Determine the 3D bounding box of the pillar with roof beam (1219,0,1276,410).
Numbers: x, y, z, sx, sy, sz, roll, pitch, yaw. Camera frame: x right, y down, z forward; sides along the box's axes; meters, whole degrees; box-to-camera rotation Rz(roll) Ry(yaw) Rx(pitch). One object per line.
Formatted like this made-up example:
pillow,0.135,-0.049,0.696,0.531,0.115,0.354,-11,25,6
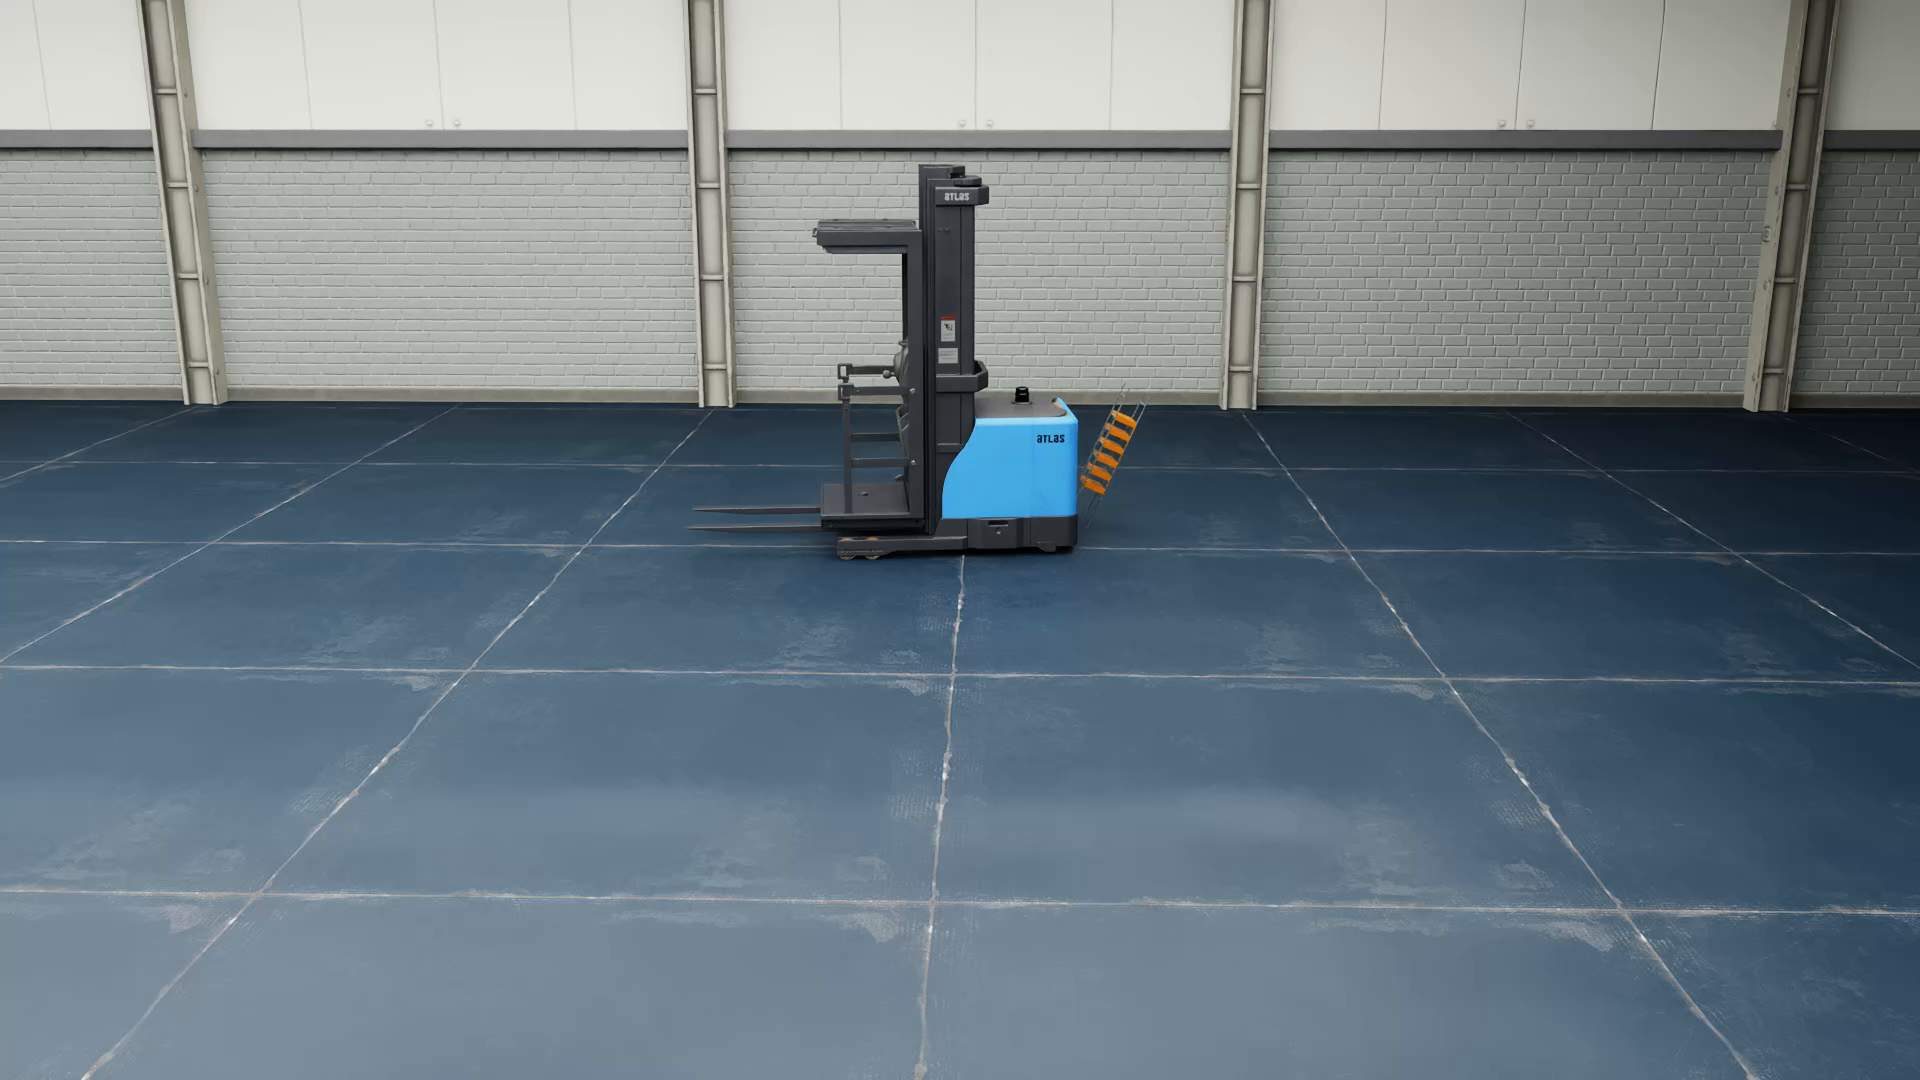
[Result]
pillar with roof beam,3.084,-4.783,13.831,0.400,9.000,9.100,0,15,1

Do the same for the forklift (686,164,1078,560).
forklift,-0.625,-1.405,12.921,3.031,2.935,1.130,-1,15,-4

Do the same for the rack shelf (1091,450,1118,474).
rack shelf,1.178,-0.650,13.661,0.180,0.103,0.258,23,12,-10

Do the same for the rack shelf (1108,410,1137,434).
rack shelf,1.326,-0.970,13.589,0.180,0.103,0.258,23,12,-10

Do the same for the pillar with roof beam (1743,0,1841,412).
pillar with roof beam,9.082,-4.744,13.683,0.400,9.000,9.100,0,15,1

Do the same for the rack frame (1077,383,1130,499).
rack frame,1.114,-0.724,13.636,0.006,1.200,0.240,23,12,-10

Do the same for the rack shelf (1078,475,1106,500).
rack shelf,1.080,-0.436,13.709,0.180,0.103,0.258,23,12,-10

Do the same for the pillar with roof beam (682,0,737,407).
pillar with roof beam,-2.914,-4.823,13.979,0.400,9.000,9.100,0,15,1

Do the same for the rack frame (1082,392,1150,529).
rack frame,1.280,-0.654,13.668,0.006,1.200,0.240,23,12,-10

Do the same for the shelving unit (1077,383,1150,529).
shelving unit,1.197,-0.689,13.652,0.189,1.200,0.258,23,12,-10

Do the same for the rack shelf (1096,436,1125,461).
rack shelf,1.228,-0.756,13.637,0.180,0.103,0.258,23,12,-10

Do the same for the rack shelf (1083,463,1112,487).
rack shelf,1.129,-0.543,13.685,0.180,0.103,0.258,23,12,-10

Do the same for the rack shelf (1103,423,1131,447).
rack shelf,1.277,-0.863,13.613,0.180,0.103,0.258,23,12,-10

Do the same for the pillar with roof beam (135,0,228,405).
pillar with roof beam,-8.912,-4.862,14.127,0.400,9.000,9.100,0,15,1
